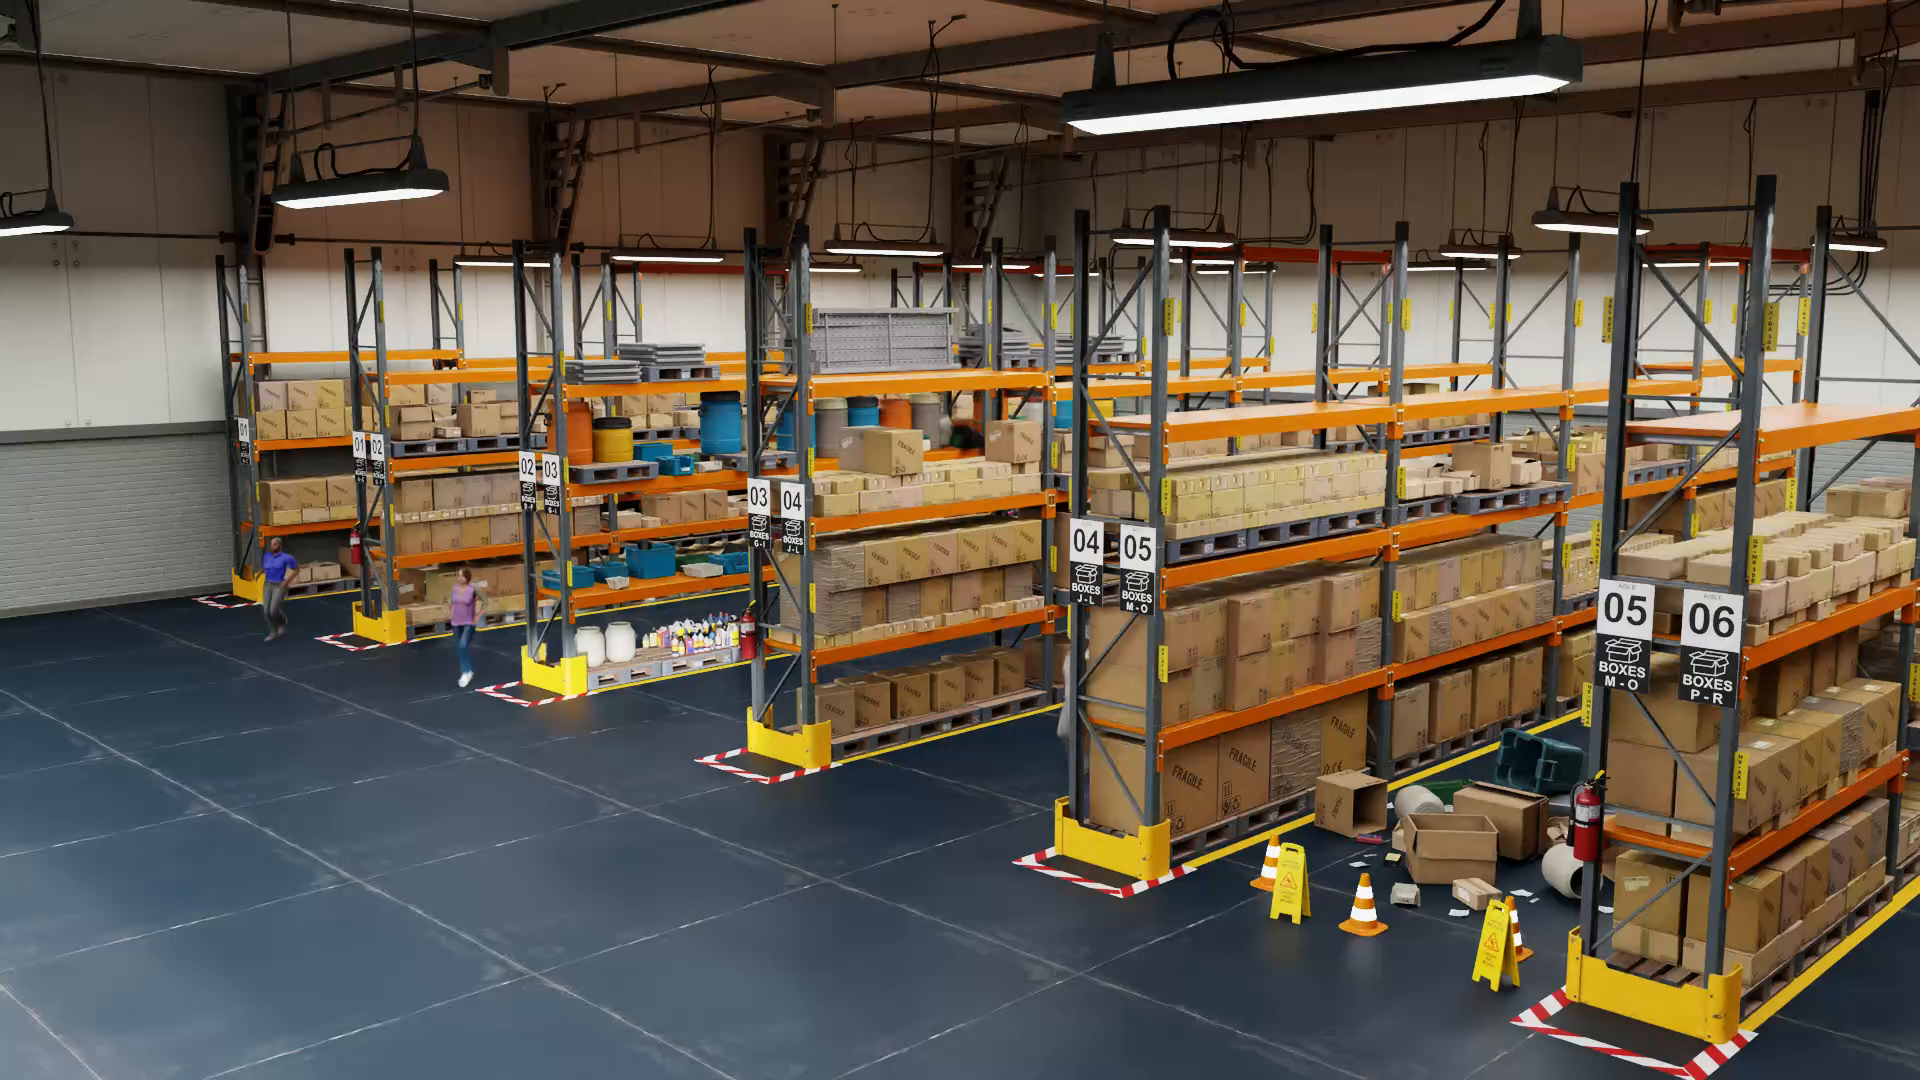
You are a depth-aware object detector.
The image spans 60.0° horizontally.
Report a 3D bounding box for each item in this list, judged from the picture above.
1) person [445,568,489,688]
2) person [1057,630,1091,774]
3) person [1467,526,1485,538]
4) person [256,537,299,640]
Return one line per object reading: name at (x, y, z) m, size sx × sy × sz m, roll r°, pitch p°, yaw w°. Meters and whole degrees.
person at (-6.741, 1.179, 22.633) m, size 0.542 × 1.617 × 0.621 m, roll 2°, pitch 8°, yaw 14°
person at (1.307, 1.766, 18.258) m, size 0.585 × 1.663 × 0.589 m, roll 5°, pitch 10°, yaw 33°
person at (8.329, 0.522, 26.645) m, size 0.649 × 1.706 × 0.952 m, roll 7°, pitch 11°, yaw 42°
person at (-10.539, 0.759, 25.589) m, size 0.595 × 1.604 × 0.553 m, roll 1°, pitch 8°, yaw 10°
